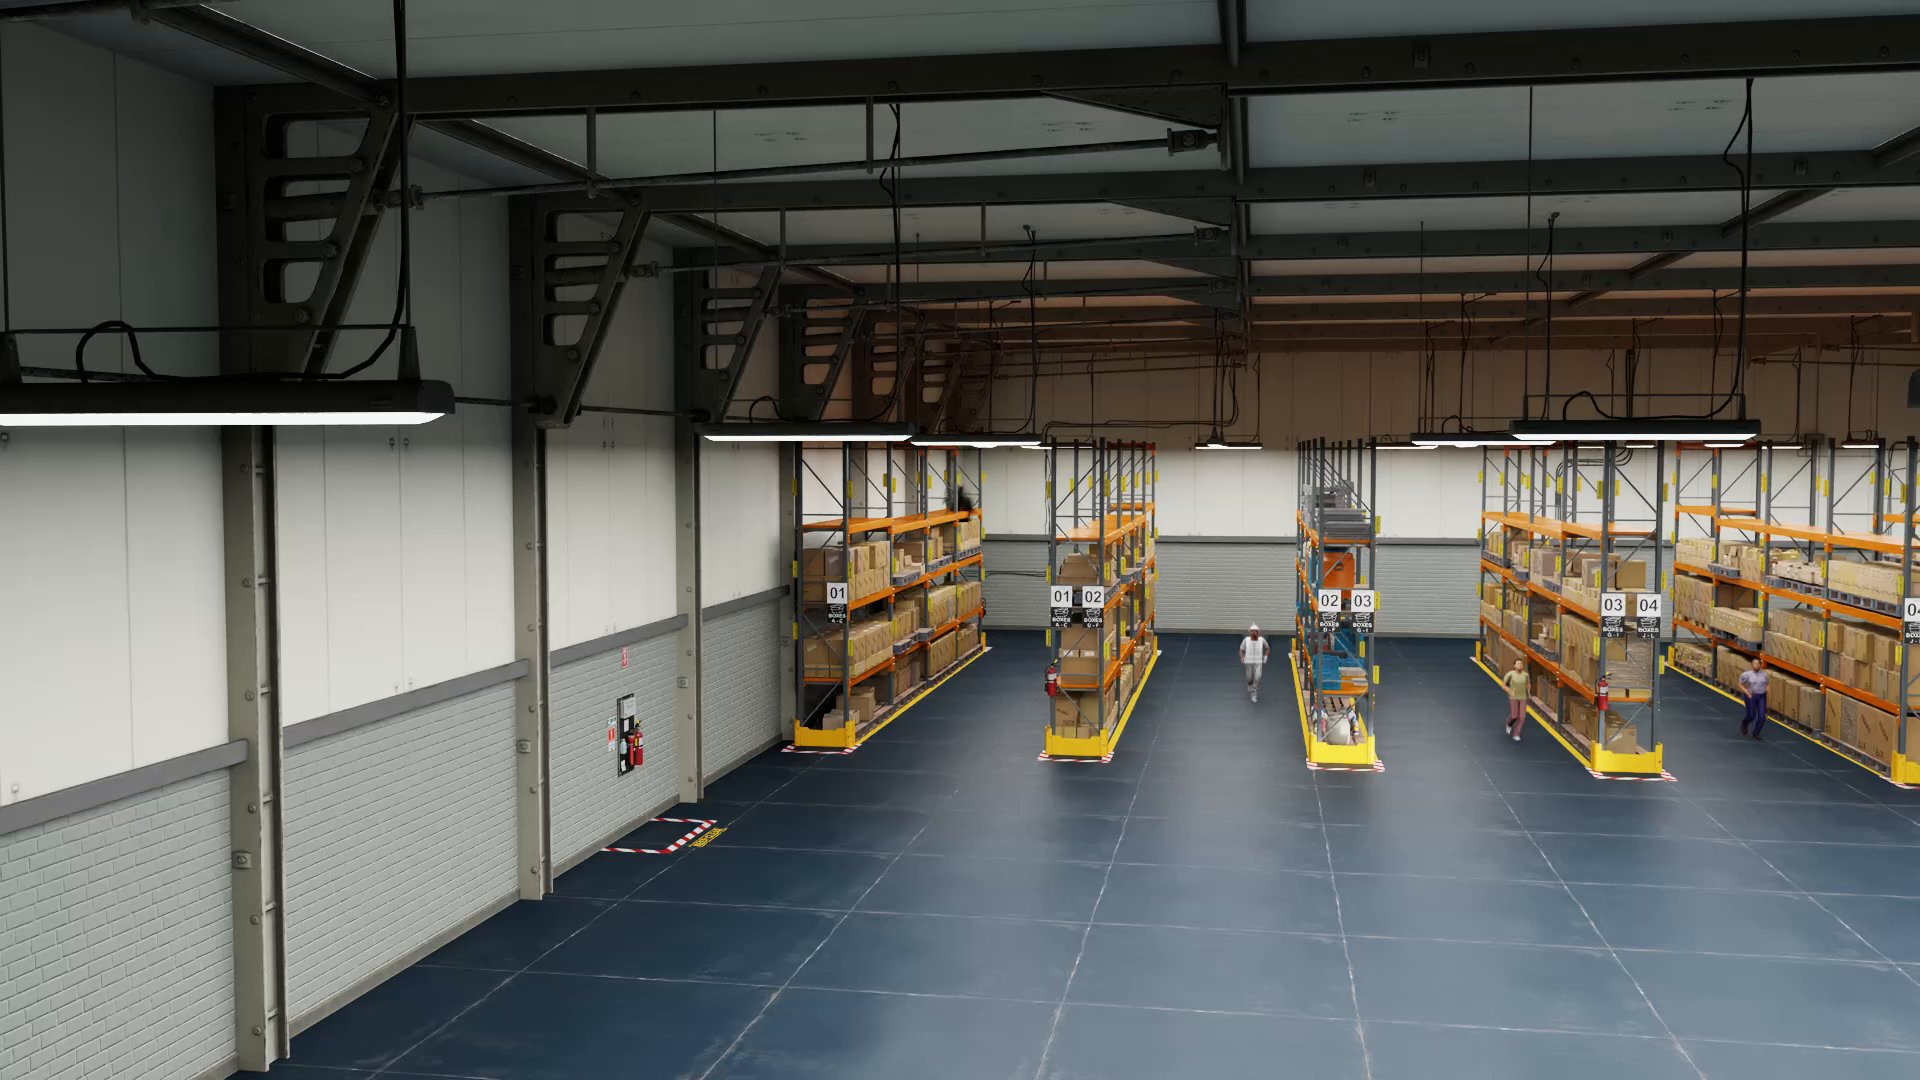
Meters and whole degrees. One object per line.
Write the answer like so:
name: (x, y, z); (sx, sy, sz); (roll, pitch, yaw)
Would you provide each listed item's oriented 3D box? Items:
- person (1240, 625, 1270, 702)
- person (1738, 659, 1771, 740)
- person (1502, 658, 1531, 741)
person: (6.798, 2.836, 38.341); (0.696, 1.739, 0.729); (1, 3, 10)
person: (15.868, 3.168, 33.170); (0.604, 1.595, 0.572); (0, 3, 4)
person: (11.087, 3.156, 33.093); (0.572, 1.624, 0.549); (0, 3, 0)
